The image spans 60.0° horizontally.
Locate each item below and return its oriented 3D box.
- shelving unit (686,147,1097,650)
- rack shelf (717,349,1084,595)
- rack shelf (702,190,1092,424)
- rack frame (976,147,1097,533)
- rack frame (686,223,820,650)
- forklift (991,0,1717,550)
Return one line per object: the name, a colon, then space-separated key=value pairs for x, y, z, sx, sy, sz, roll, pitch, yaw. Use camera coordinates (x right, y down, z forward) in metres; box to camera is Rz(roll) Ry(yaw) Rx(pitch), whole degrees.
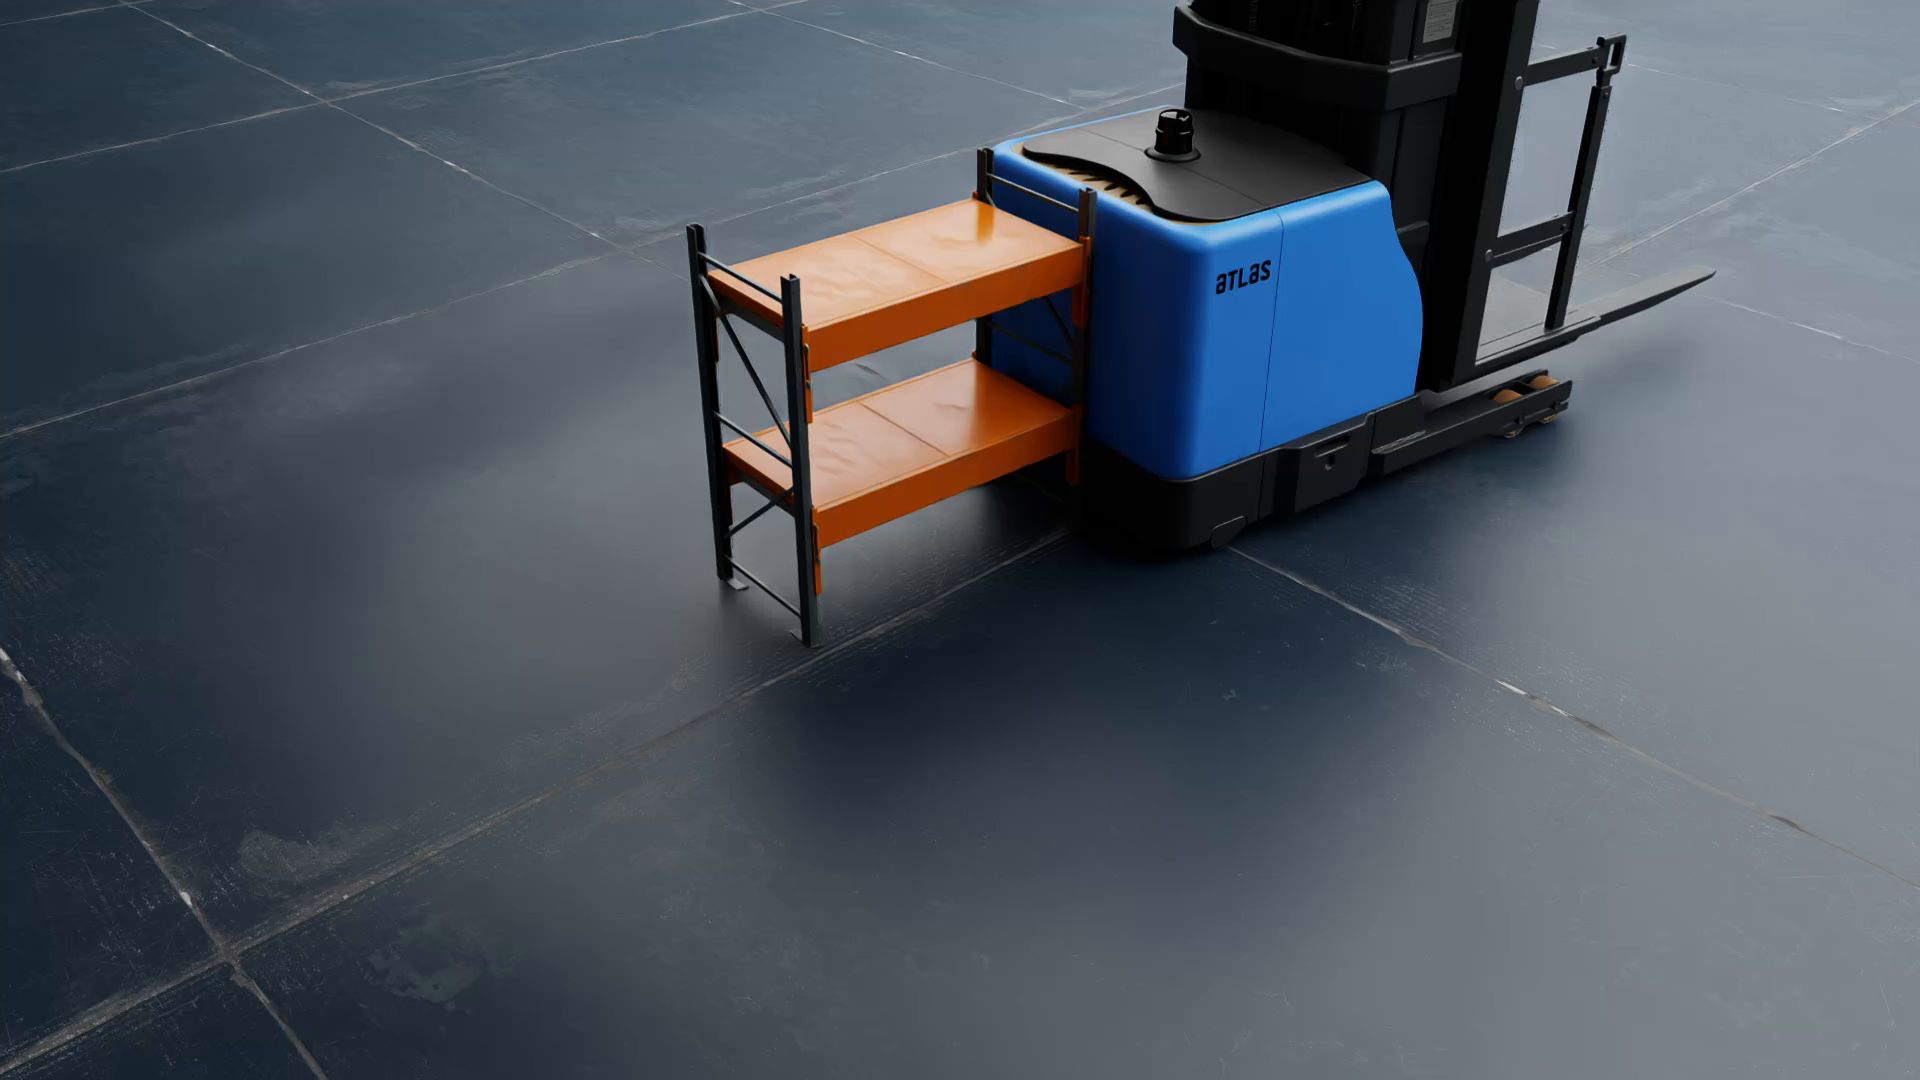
shelving unit: x=-0.175 y=-0.440 z=4.891 sx=1.048 sy=1.125 sz=0.538 roll=-23 pitch=38 yaw=-32
rack shelf: x=-0.175 y=-0.231 z=5.019 sx=1.000 sy=0.278 sz=0.538 roll=-23 pitch=38 yaw=-32
rack shelf: x=-0.175 y=-0.690 z=4.739 sx=1.000 sy=0.278 sz=0.538 roll=-23 pitch=38 yaw=-32
rack frame: x=0.220 y=-0.607 z=5.164 sx=0.032 sy=1.125 sz=0.500 roll=-23 pitch=38 yaw=-32
rack frame: x=-0.570 y=-0.273 z=4.618 sx=0.032 sy=1.125 sz=0.500 roll=-23 pitch=38 yaw=-32
forklift: x=1.559 y=-1.814 z=5.407 sx=3.031 sy=2.935 sz=1.130 roll=-20 pitch=37 yaw=-29
